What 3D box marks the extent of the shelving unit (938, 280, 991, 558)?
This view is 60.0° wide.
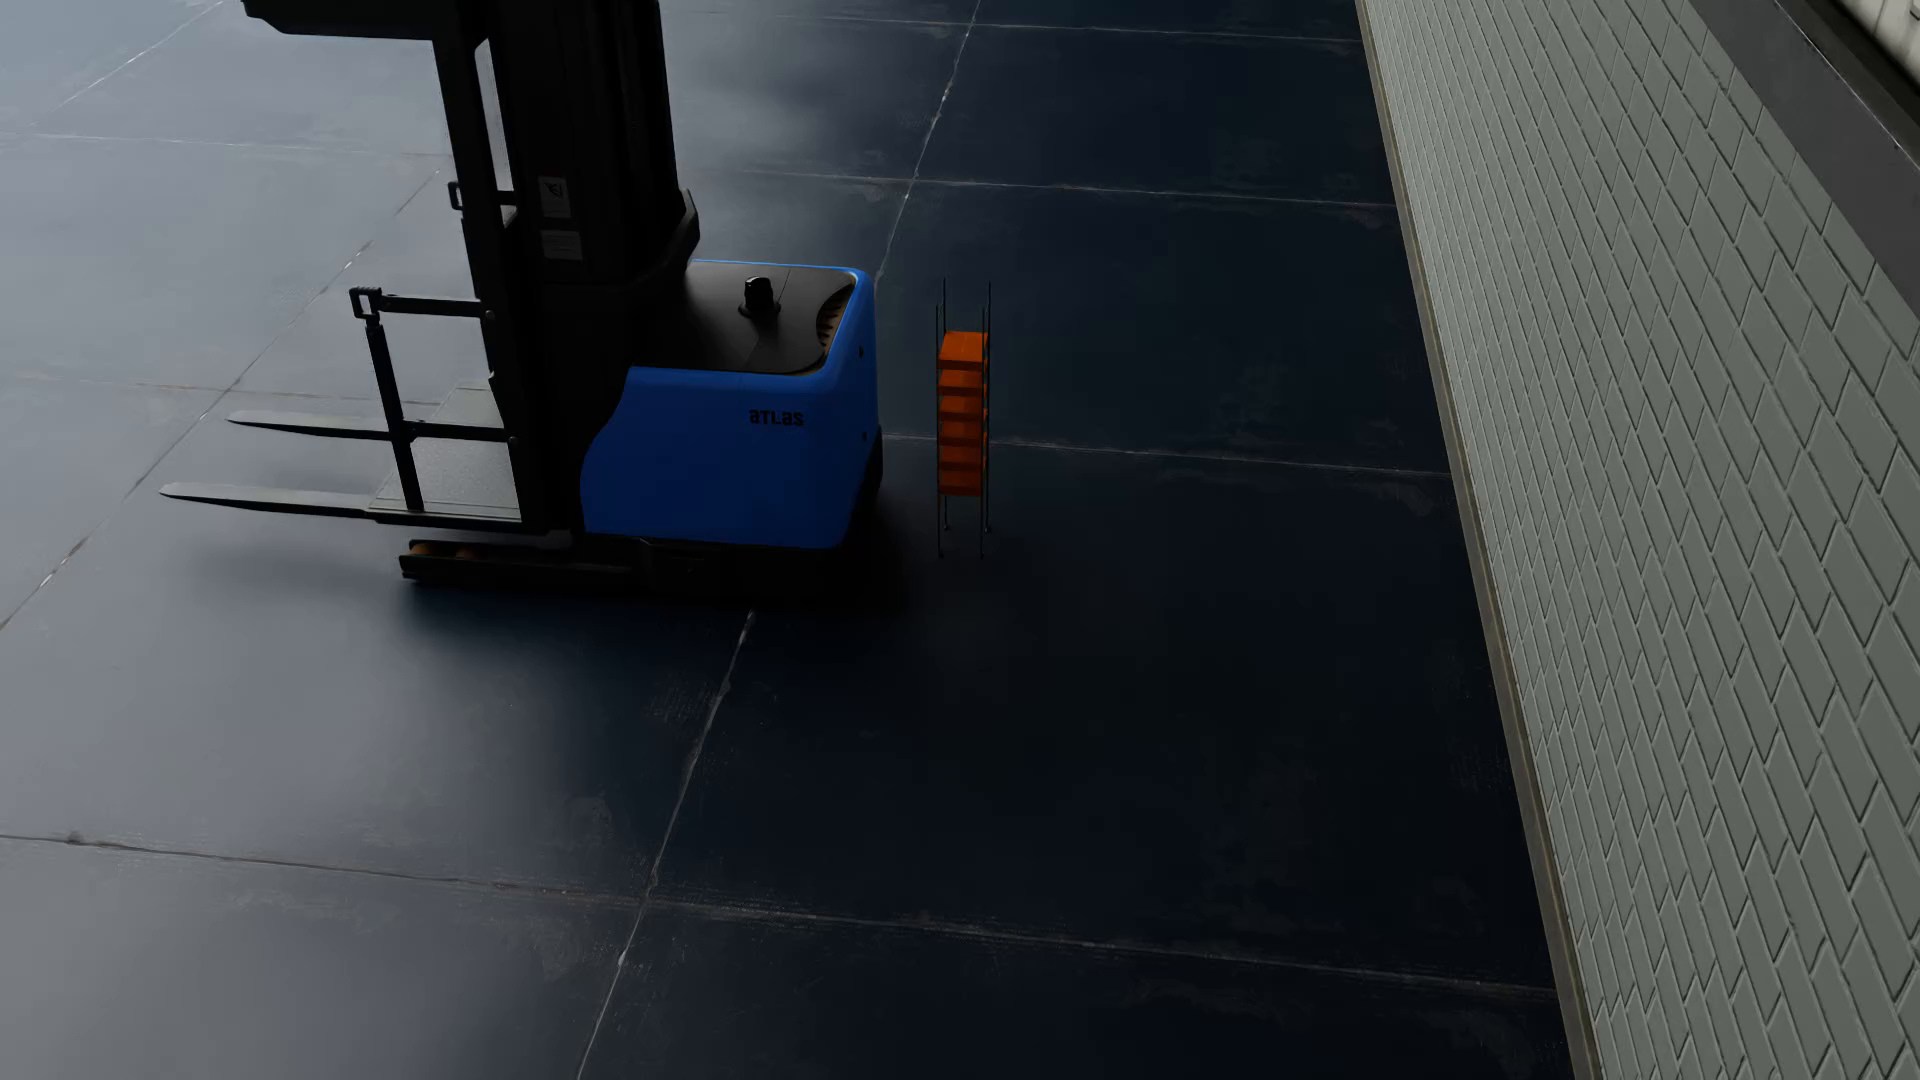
[{"bbox_3d":[0.017,-0.487,6.900,0.184,1.200,0.258,4,36,6],"label":"shelving unit"}]

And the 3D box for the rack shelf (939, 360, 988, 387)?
[{"bbox_3d":[0.014,-0.669,6.771,0.171,0.034,0.221,4,36,6],"label":"rack shelf"}]

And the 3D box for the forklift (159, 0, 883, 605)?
[{"bbox_3d":[-1.906,-1.242,6.583,3.031,2.797,1.129,4,36,6],"label":"forklift"}]

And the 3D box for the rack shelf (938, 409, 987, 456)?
[{"bbox_3d":[0.014,-0.451,6.926,0.180,0.103,0.258,4,36,6],"label":"rack shelf"}]

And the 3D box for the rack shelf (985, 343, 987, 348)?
[{"bbox_3d":[0.014,-0.760,6.705,0.166,0.020,0.199,4,36,6],"label":"rack shelf"}]

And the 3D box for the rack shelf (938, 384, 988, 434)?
[{"bbox_3d":[0.014,-0.549,6.856,0.180,0.103,0.258,4,36,6],"label":"rack shelf"}]

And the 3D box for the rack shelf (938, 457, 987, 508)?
[{"bbox_3d":[0.014,-0.256,7.065,0.180,0.103,0.258,4,36,6],"label":"rack shelf"}]

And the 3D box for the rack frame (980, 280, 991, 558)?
[{"bbox_3d":[0.105,-0.481,6.890,0.006,1.200,0.240,4,36,6],"label":"rack frame"}]

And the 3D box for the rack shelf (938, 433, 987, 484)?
[{"bbox_3d":[0.014,-0.353,6.995,0.180,0.103,0.258,4,36,6],"label":"rack shelf"}]
